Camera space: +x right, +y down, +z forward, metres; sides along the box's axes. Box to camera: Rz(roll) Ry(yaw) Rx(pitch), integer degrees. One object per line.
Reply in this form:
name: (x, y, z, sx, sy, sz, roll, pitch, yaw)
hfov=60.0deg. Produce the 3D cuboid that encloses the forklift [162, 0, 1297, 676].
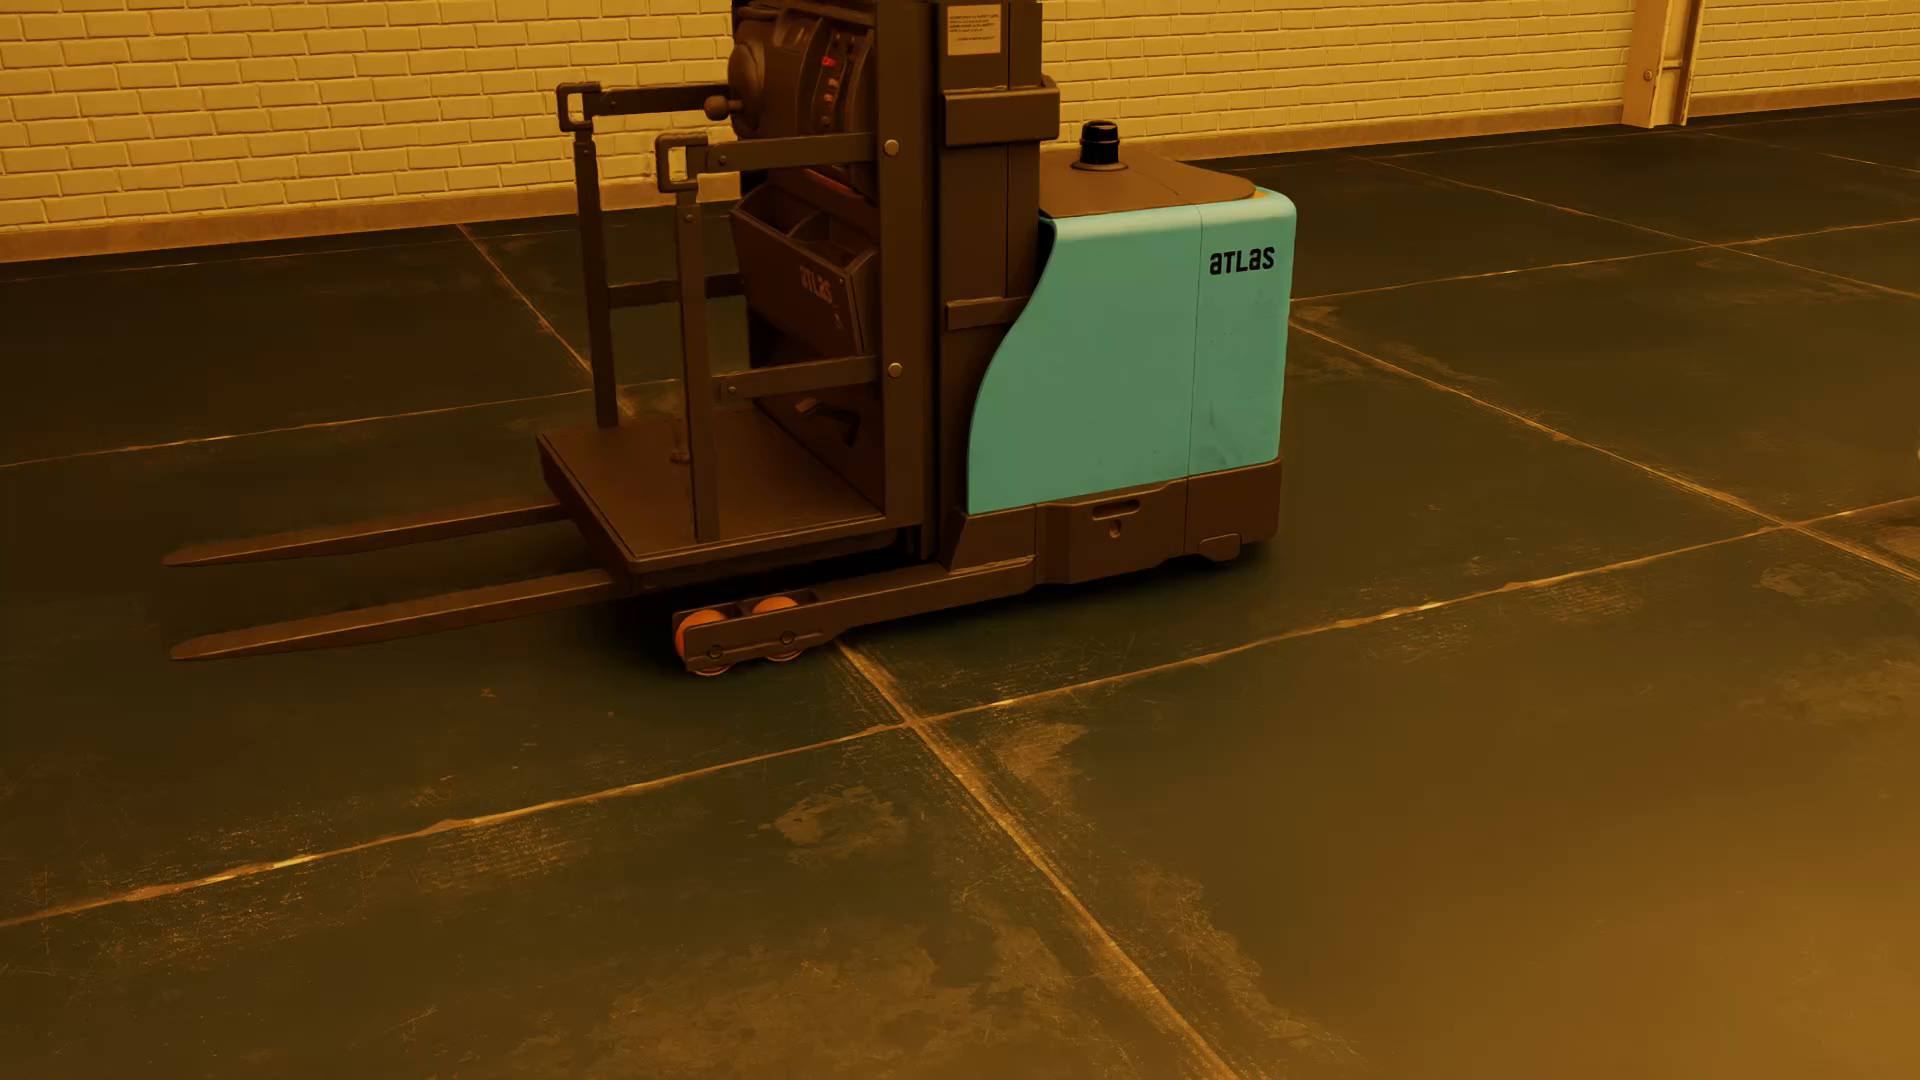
forklift: (-0.606, -1.235, 4.259, 3.031, 2.935, 1.130, -10, 25, -23)
